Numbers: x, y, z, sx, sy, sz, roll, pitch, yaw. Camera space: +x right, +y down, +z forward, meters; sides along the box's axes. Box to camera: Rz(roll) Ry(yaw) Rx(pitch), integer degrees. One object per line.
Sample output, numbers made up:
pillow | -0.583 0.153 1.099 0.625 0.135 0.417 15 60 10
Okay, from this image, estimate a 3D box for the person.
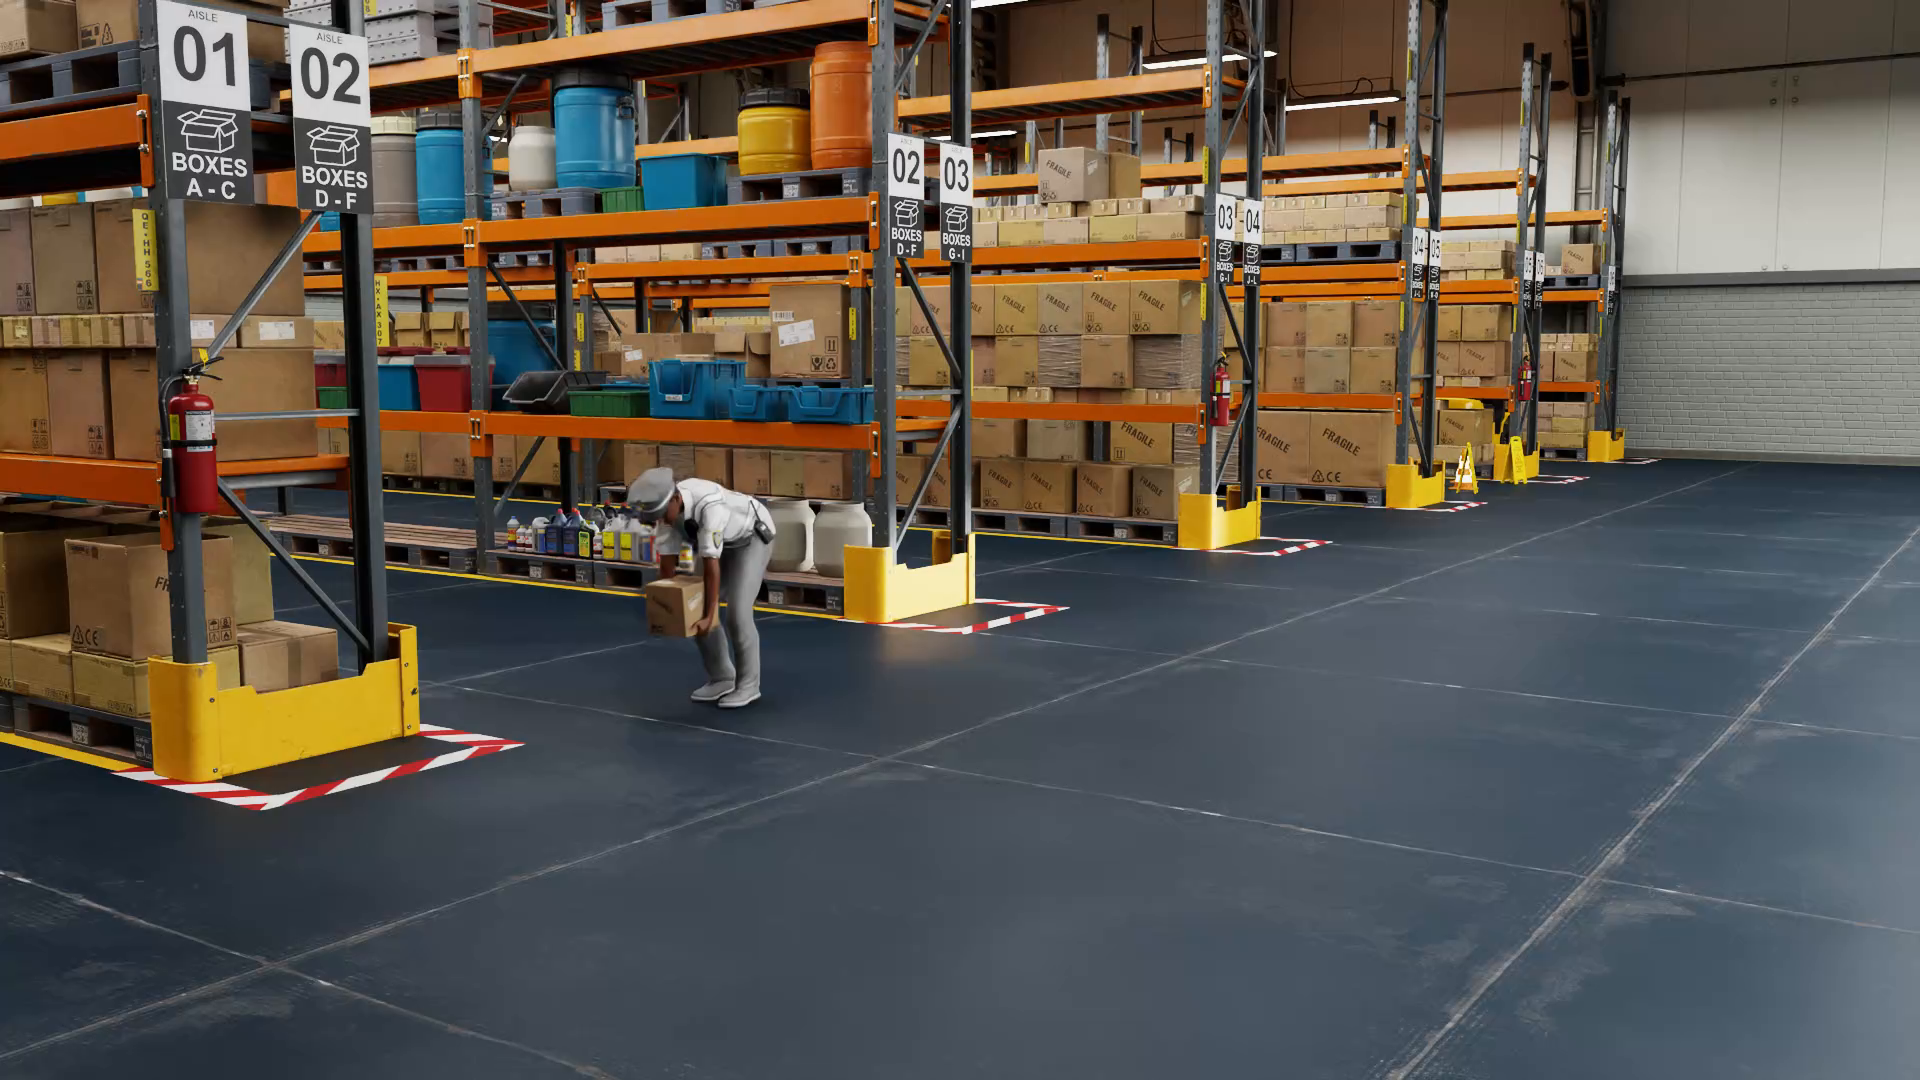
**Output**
person | -1.298 0.269 8.335 0.417 1.174 0.920 4 8 32
